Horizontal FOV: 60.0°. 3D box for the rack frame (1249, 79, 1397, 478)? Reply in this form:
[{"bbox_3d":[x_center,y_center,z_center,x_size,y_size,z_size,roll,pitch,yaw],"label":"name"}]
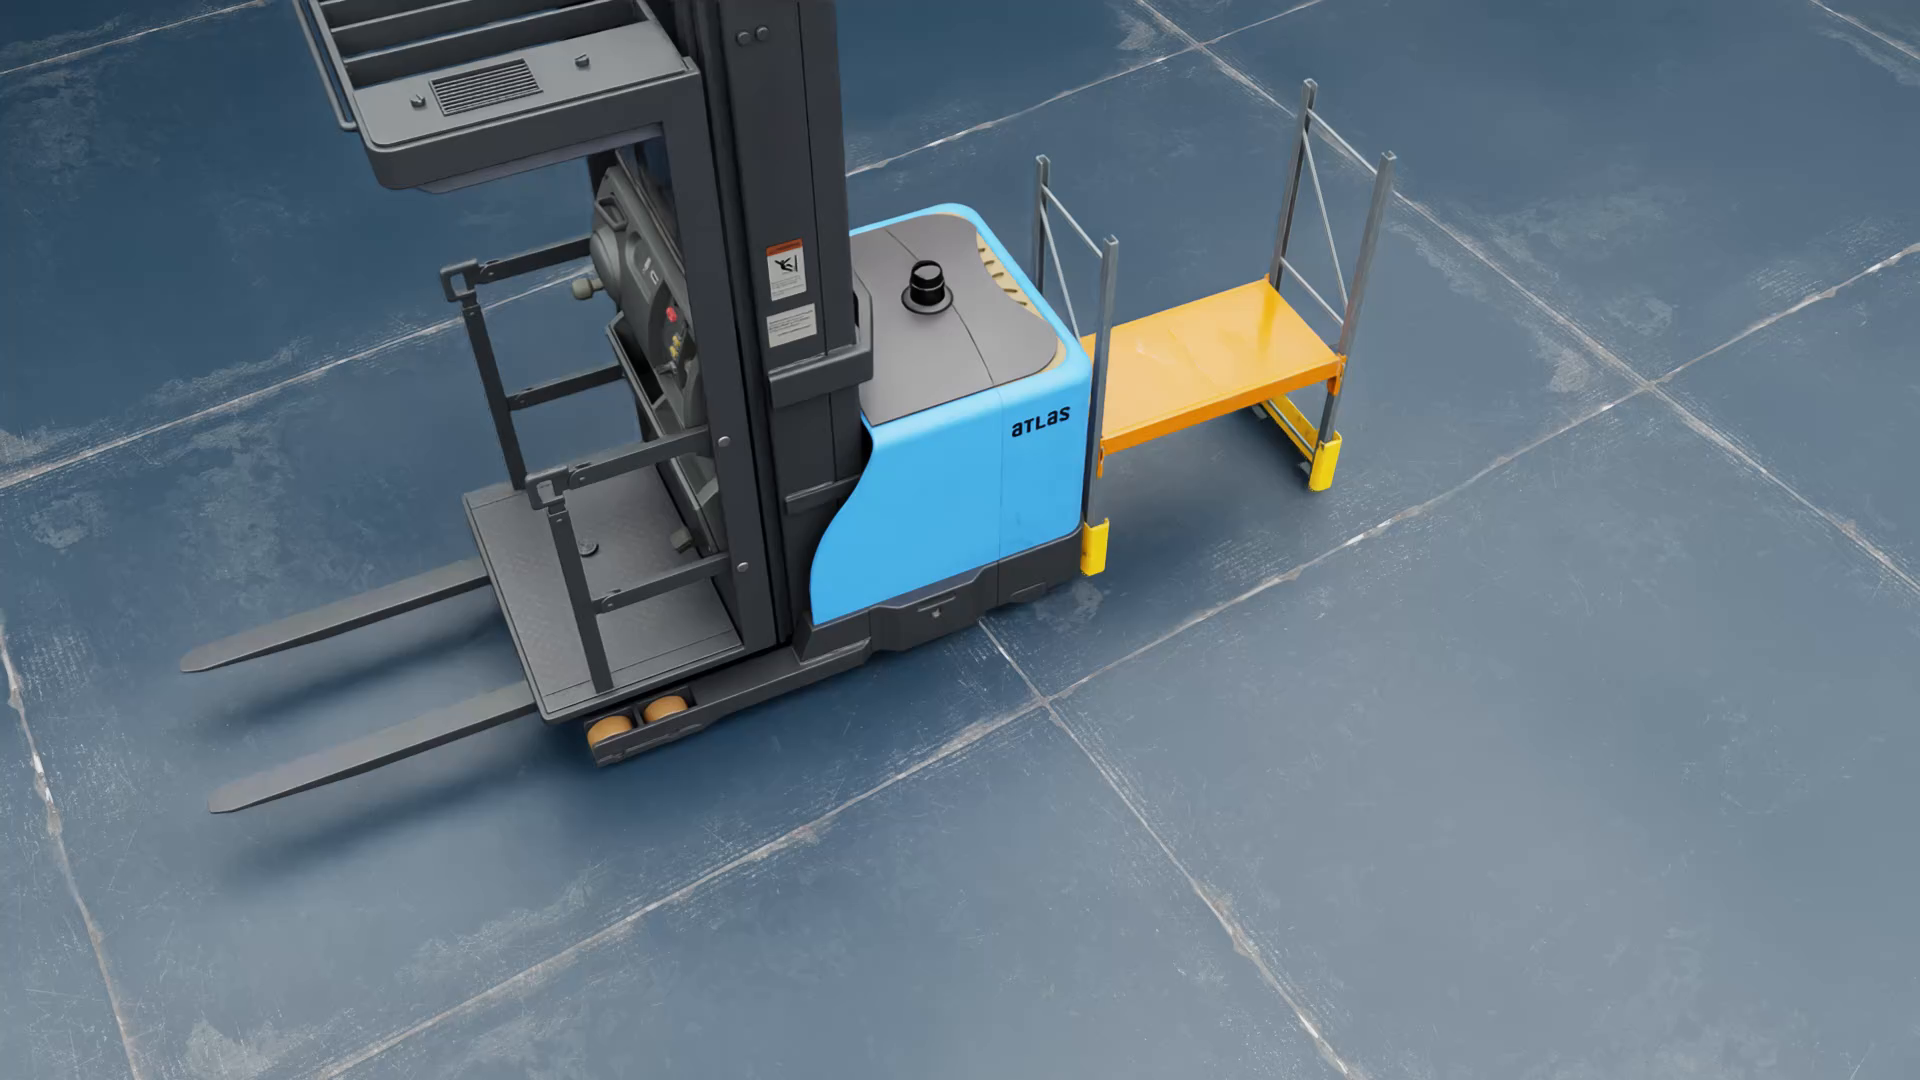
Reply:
[{"bbox_3d":[1.282,-0.892,6.040,0.032,1.500,0.500,-19,51,-17],"label":"rack frame"}]

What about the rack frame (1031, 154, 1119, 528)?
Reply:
[{"bbox_3d":[0.363,-0.567,5.751,0.032,1.500,0.500,-19,51,-17],"label":"rack frame"}]

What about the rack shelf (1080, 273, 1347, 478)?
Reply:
[{"bbox_3d":[0.822,-0.610,6.030,1.000,0.185,0.538,-19,51,-17],"label":"rack shelf"}]

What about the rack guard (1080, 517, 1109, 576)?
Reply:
[{"bbox_3d":[0.380,-0.158,6.223,0.087,0.250,0.587,-19,51,-17],"label":"rack guard"}]

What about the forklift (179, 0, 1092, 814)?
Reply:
[{"bbox_3d":[-1.117,-0.681,4.894,3.031,2.935,1.130,-19,51,-17],"label":"forklift"}]

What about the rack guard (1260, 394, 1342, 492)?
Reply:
[{"bbox_3d":[1.281,-0.476,6.506,0.087,0.250,0.587,-19,51,-17],"label":"rack guard"}]

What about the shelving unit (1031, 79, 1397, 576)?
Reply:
[{"bbox_3d":[0.831,-0.732,5.898,1.083,1.500,0.587,-19,51,-17],"label":"shelving unit"}]
